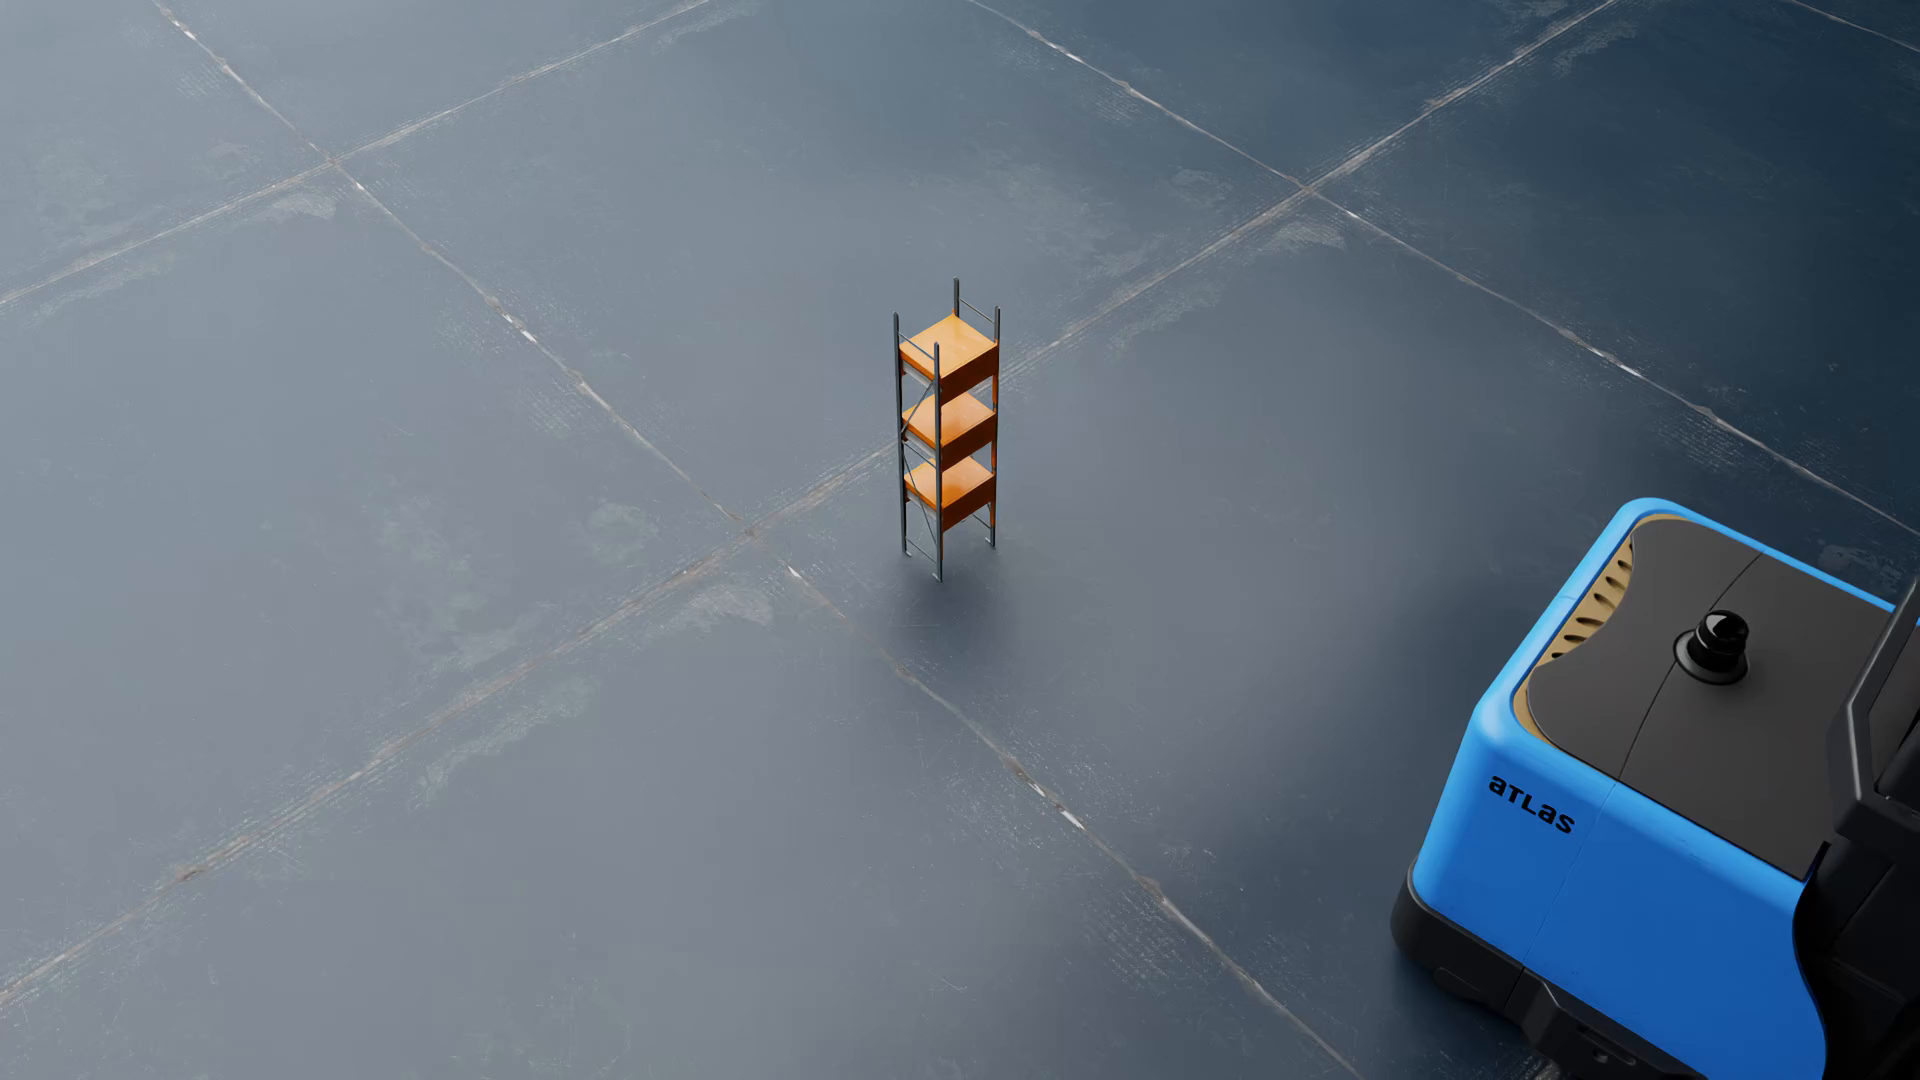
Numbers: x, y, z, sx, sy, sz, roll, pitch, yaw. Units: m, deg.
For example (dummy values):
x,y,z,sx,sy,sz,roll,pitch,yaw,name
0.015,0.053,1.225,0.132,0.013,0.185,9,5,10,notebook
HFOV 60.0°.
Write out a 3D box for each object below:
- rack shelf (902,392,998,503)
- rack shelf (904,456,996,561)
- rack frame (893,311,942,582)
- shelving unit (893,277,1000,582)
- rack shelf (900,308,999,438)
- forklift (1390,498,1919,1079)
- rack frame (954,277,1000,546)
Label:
x,y,z,sx,sy,sz,roll,pitch,yaw,name
-0.040,-0.322,5.348,0.240,0.259,0.215,-34,56,-27,rack shelf
-0.040,-0.134,5.552,0.240,0.259,0.215,-34,56,-27,rack shelf
-0.130,-0.269,5.284,0.008,1.050,0.200,-34,56,-27,rack frame
-0.040,-0.330,5.340,0.252,1.050,0.215,-34,56,-27,shelving unit
-0.040,-0.515,5.139,0.240,0.259,0.215,-34,56,-27,rack shelf
2.671,0.549,3.249,3.031,2.935,1.130,30,54,25,forklift
0.051,-0.390,5.395,0.008,1.050,0.200,-34,56,-27,rack frame
